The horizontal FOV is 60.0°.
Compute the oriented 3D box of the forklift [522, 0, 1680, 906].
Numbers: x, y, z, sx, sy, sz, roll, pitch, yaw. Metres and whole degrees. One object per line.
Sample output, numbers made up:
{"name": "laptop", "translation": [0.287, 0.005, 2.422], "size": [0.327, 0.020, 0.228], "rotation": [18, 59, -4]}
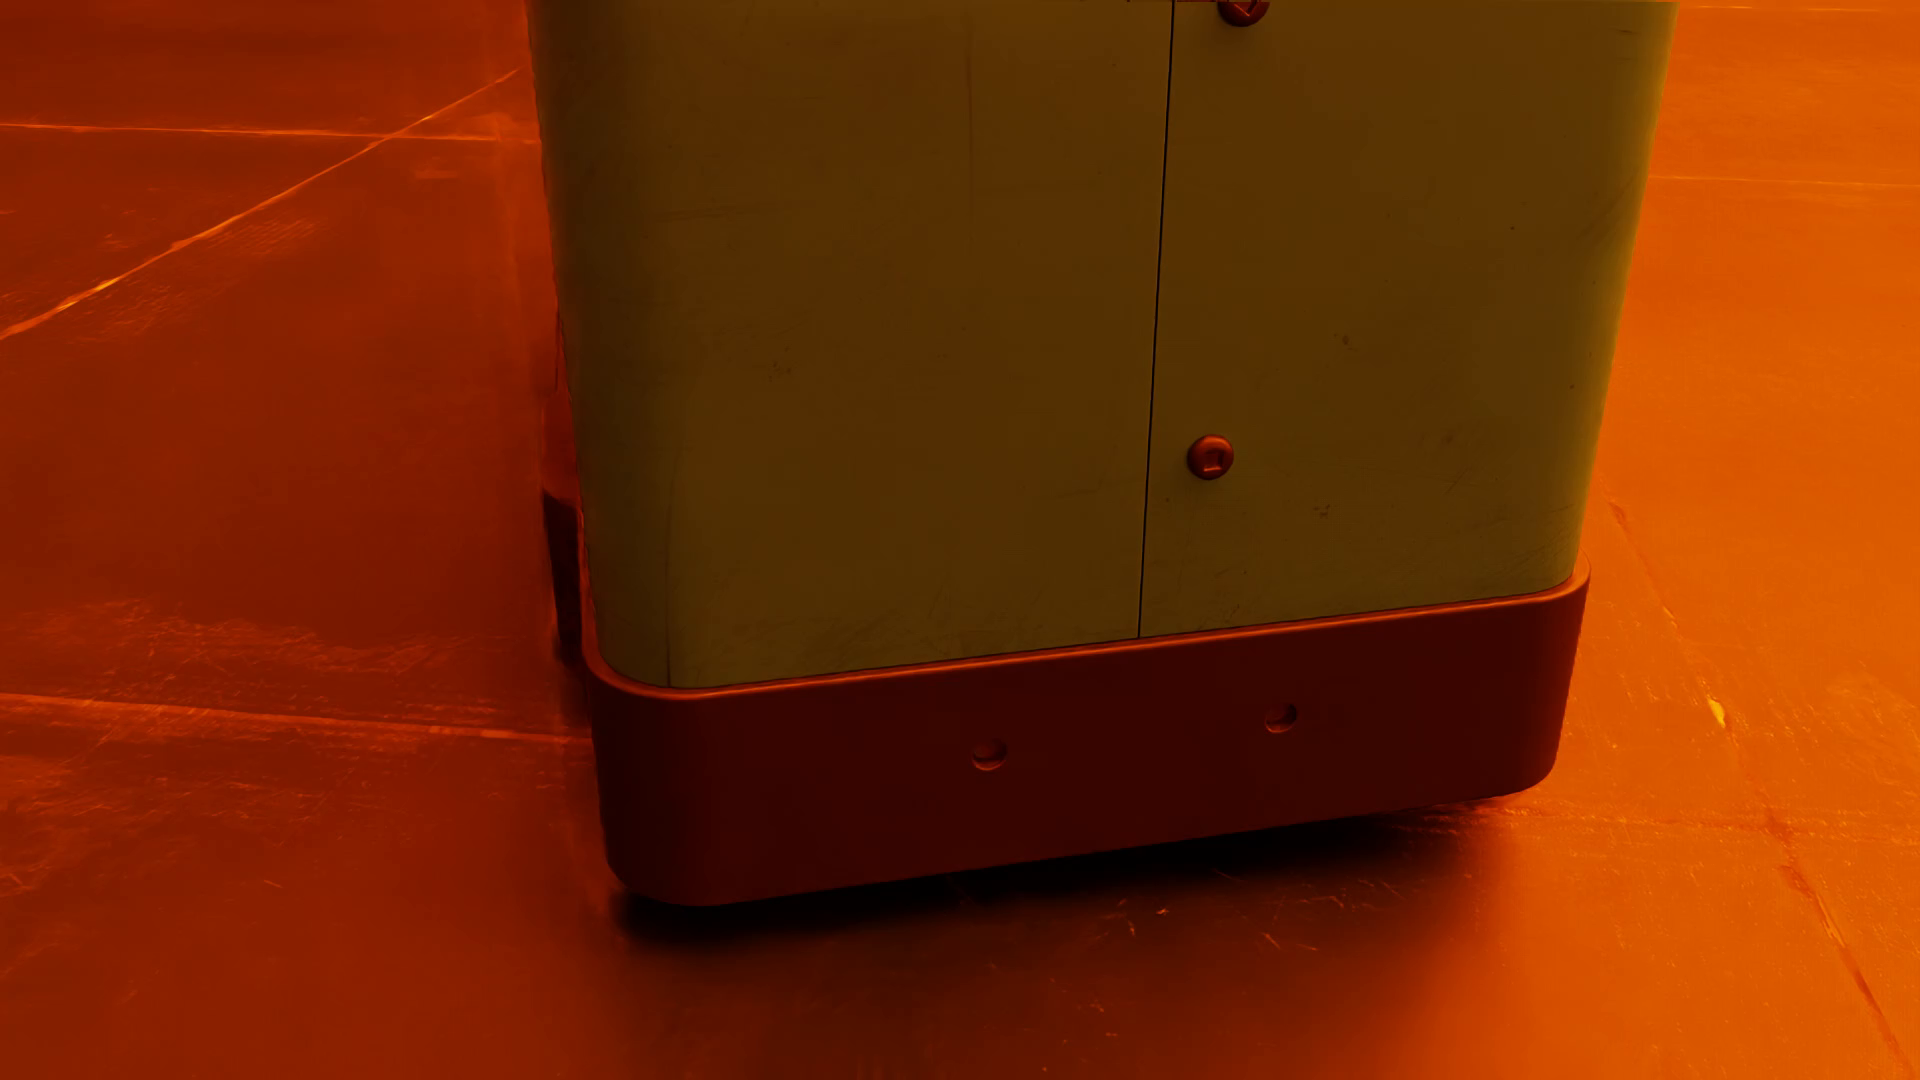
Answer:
{"name": "forklift", "translation": [-0.155, -1.591, 2.405], "size": [1.130, 2.935, 3.031], "rotation": [-6, 27, -11]}
